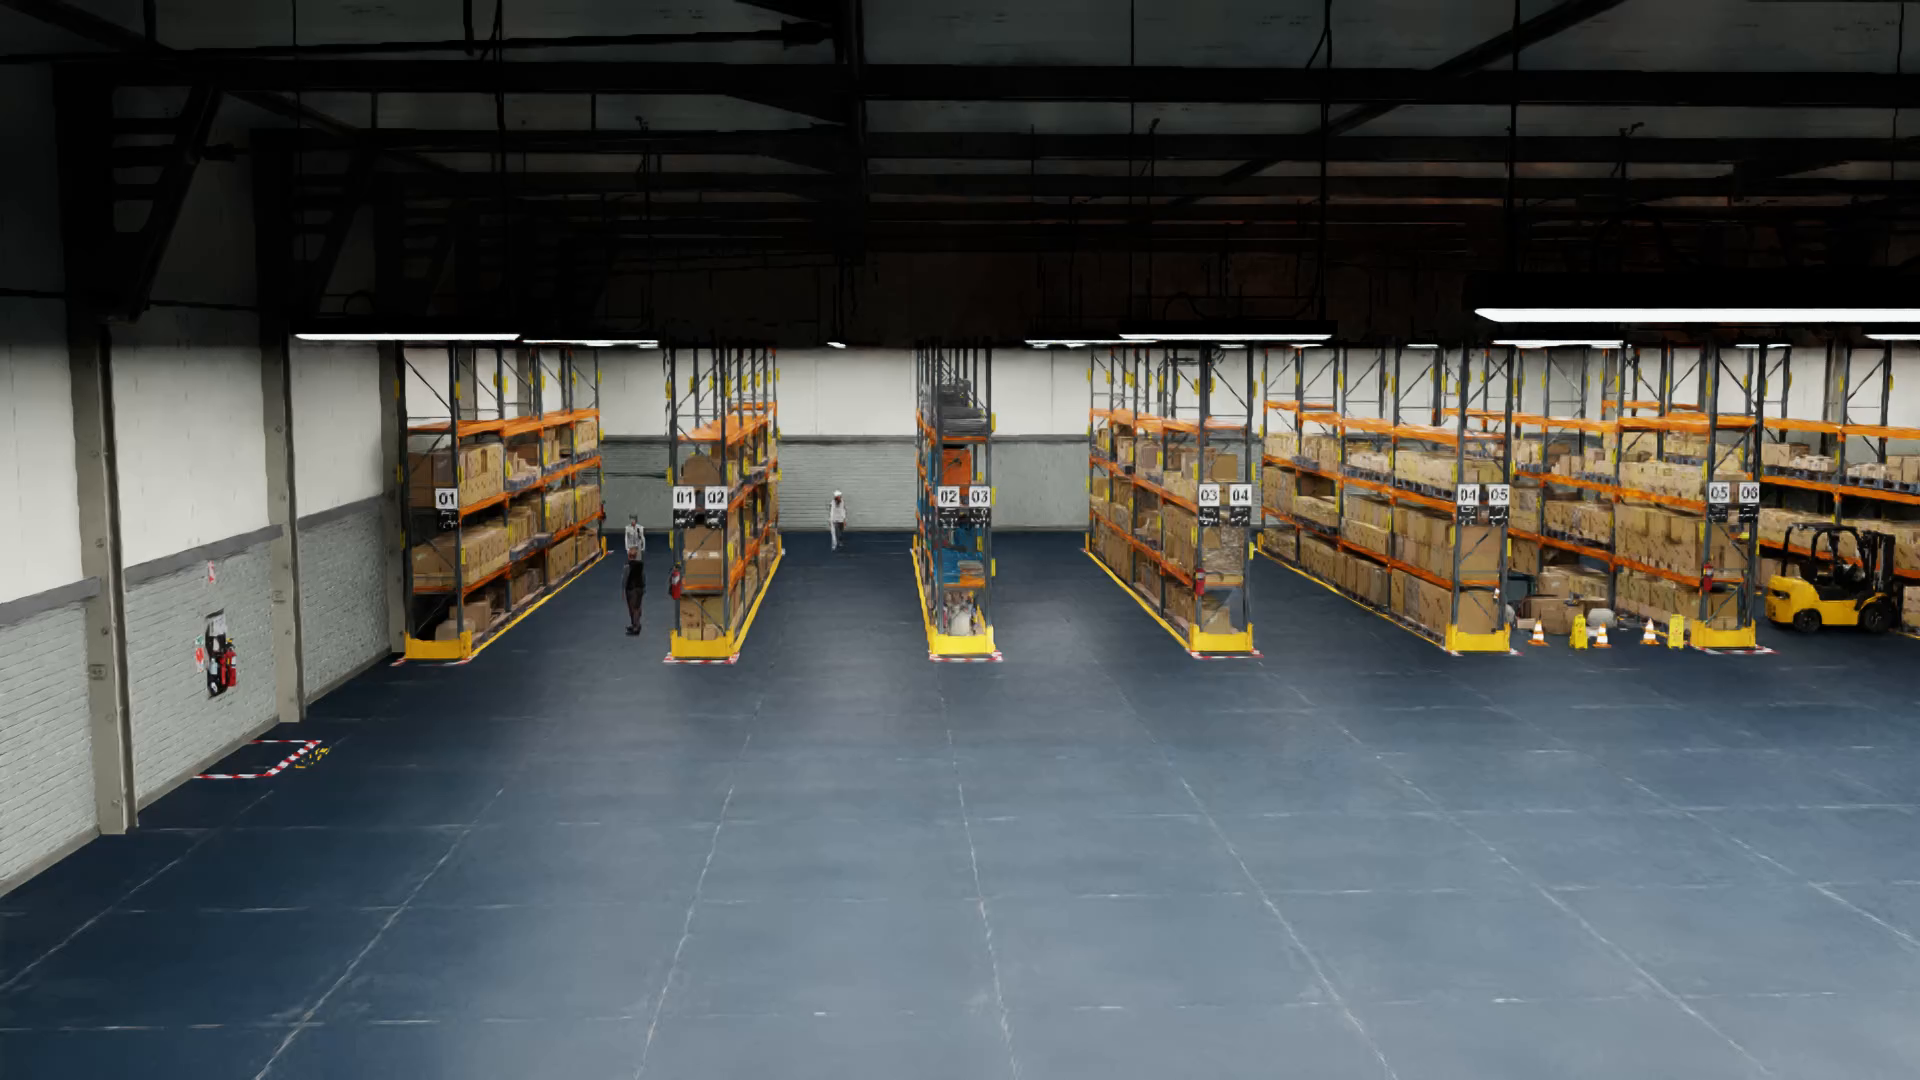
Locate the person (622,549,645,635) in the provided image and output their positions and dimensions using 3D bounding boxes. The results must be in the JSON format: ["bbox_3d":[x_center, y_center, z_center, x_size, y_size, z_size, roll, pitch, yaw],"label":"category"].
[{"bbox_3d":[-6.641,1.031,33.731,0.576,1.708,0.626,4,7,30],"label":"person"}]

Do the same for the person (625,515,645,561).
[{"bbox_3d":[-8.240,0.136,42.095,0.495,1.589,1.086,0,6,0],"label":"person"}]

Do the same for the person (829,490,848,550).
[{"bbox_3d":[-3.522,-0.598,48.145,0.543,1.700,1.119,-1,7,-5],"label":"person"}]

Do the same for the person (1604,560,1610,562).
[{"bbox_3d":[17.698,-0.206,44.800,0.537,1.664,0.593,1,7,12],"label":"person"}]

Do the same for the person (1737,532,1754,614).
[{"bbox_3d":[17.090,0.709,36.334,0.573,1.764,0.669,3,7,27],"label":"person"}]
